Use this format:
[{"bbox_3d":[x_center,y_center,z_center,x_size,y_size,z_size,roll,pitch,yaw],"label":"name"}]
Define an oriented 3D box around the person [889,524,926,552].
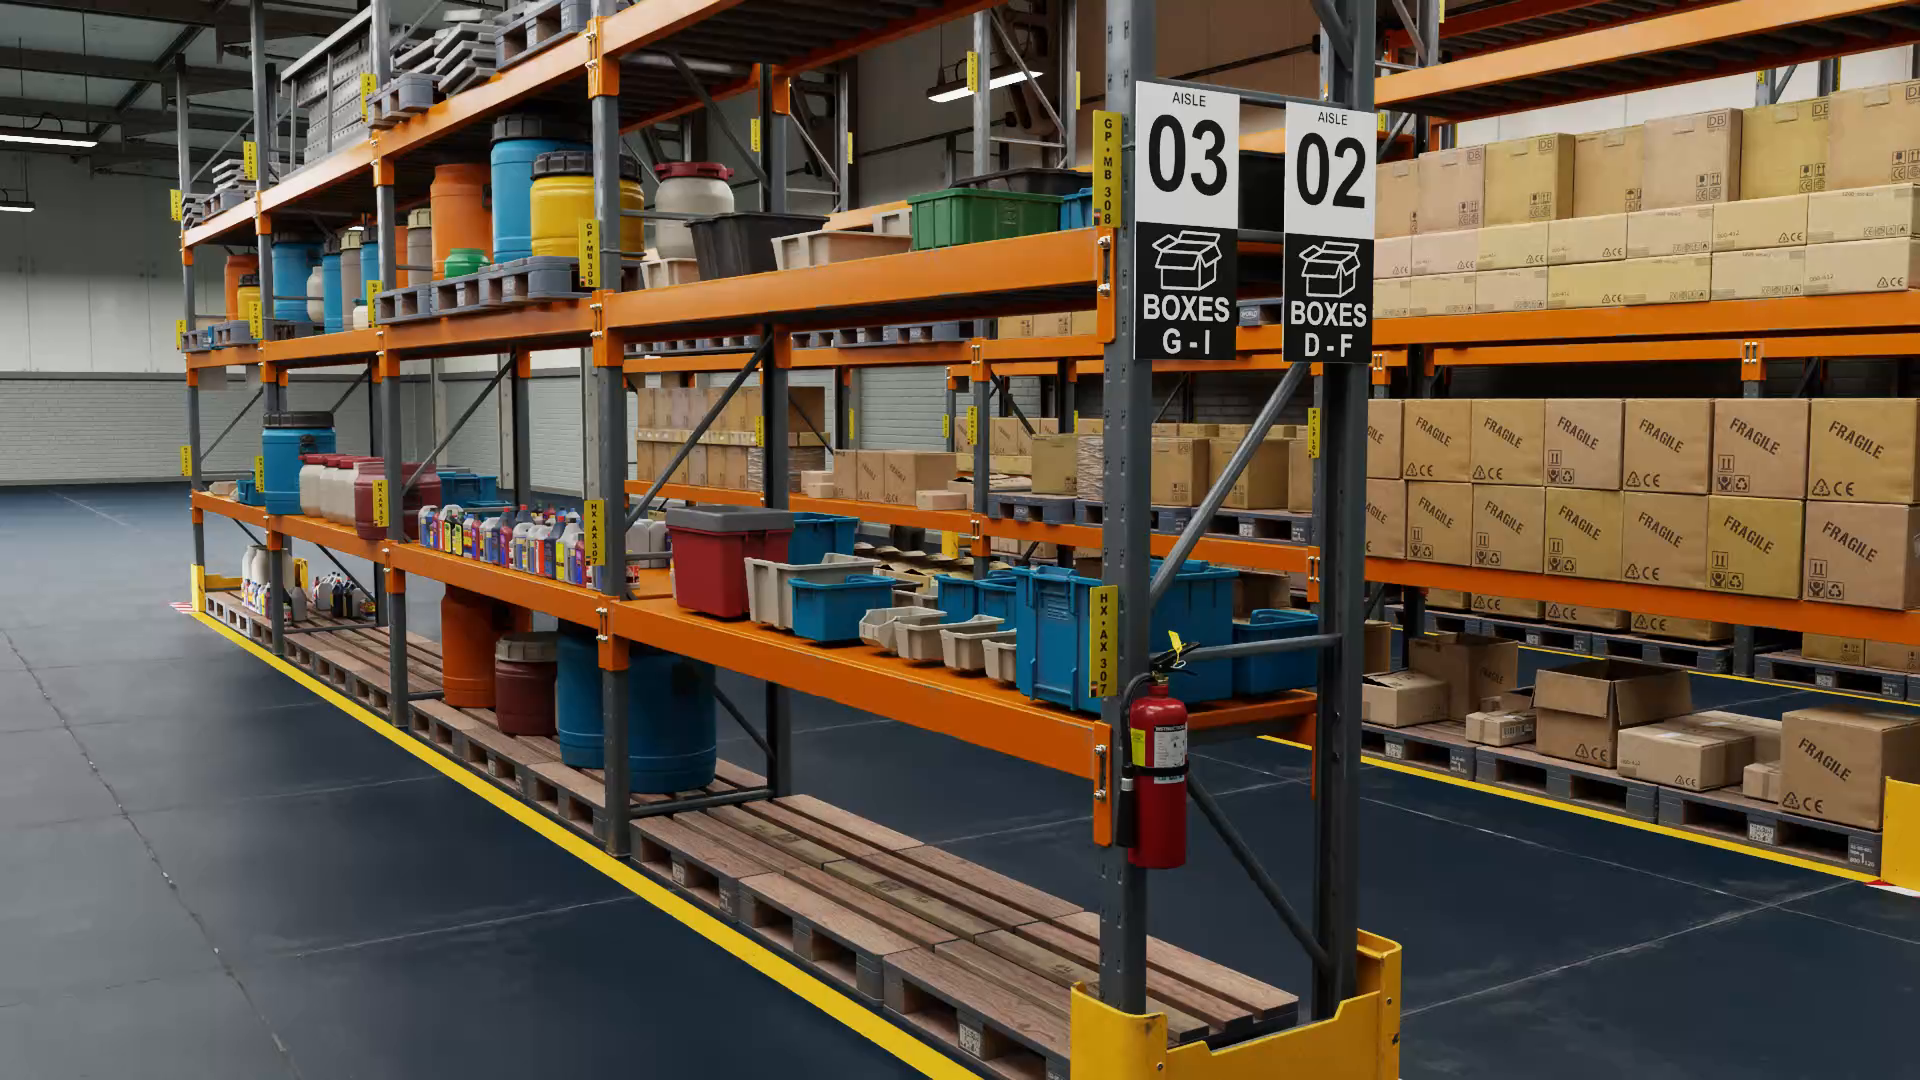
[{"bbox_3d":[-0.593,-0.135,19.173,0.524,1.653,0.352,-4,6,-37],"label":"person"}]
